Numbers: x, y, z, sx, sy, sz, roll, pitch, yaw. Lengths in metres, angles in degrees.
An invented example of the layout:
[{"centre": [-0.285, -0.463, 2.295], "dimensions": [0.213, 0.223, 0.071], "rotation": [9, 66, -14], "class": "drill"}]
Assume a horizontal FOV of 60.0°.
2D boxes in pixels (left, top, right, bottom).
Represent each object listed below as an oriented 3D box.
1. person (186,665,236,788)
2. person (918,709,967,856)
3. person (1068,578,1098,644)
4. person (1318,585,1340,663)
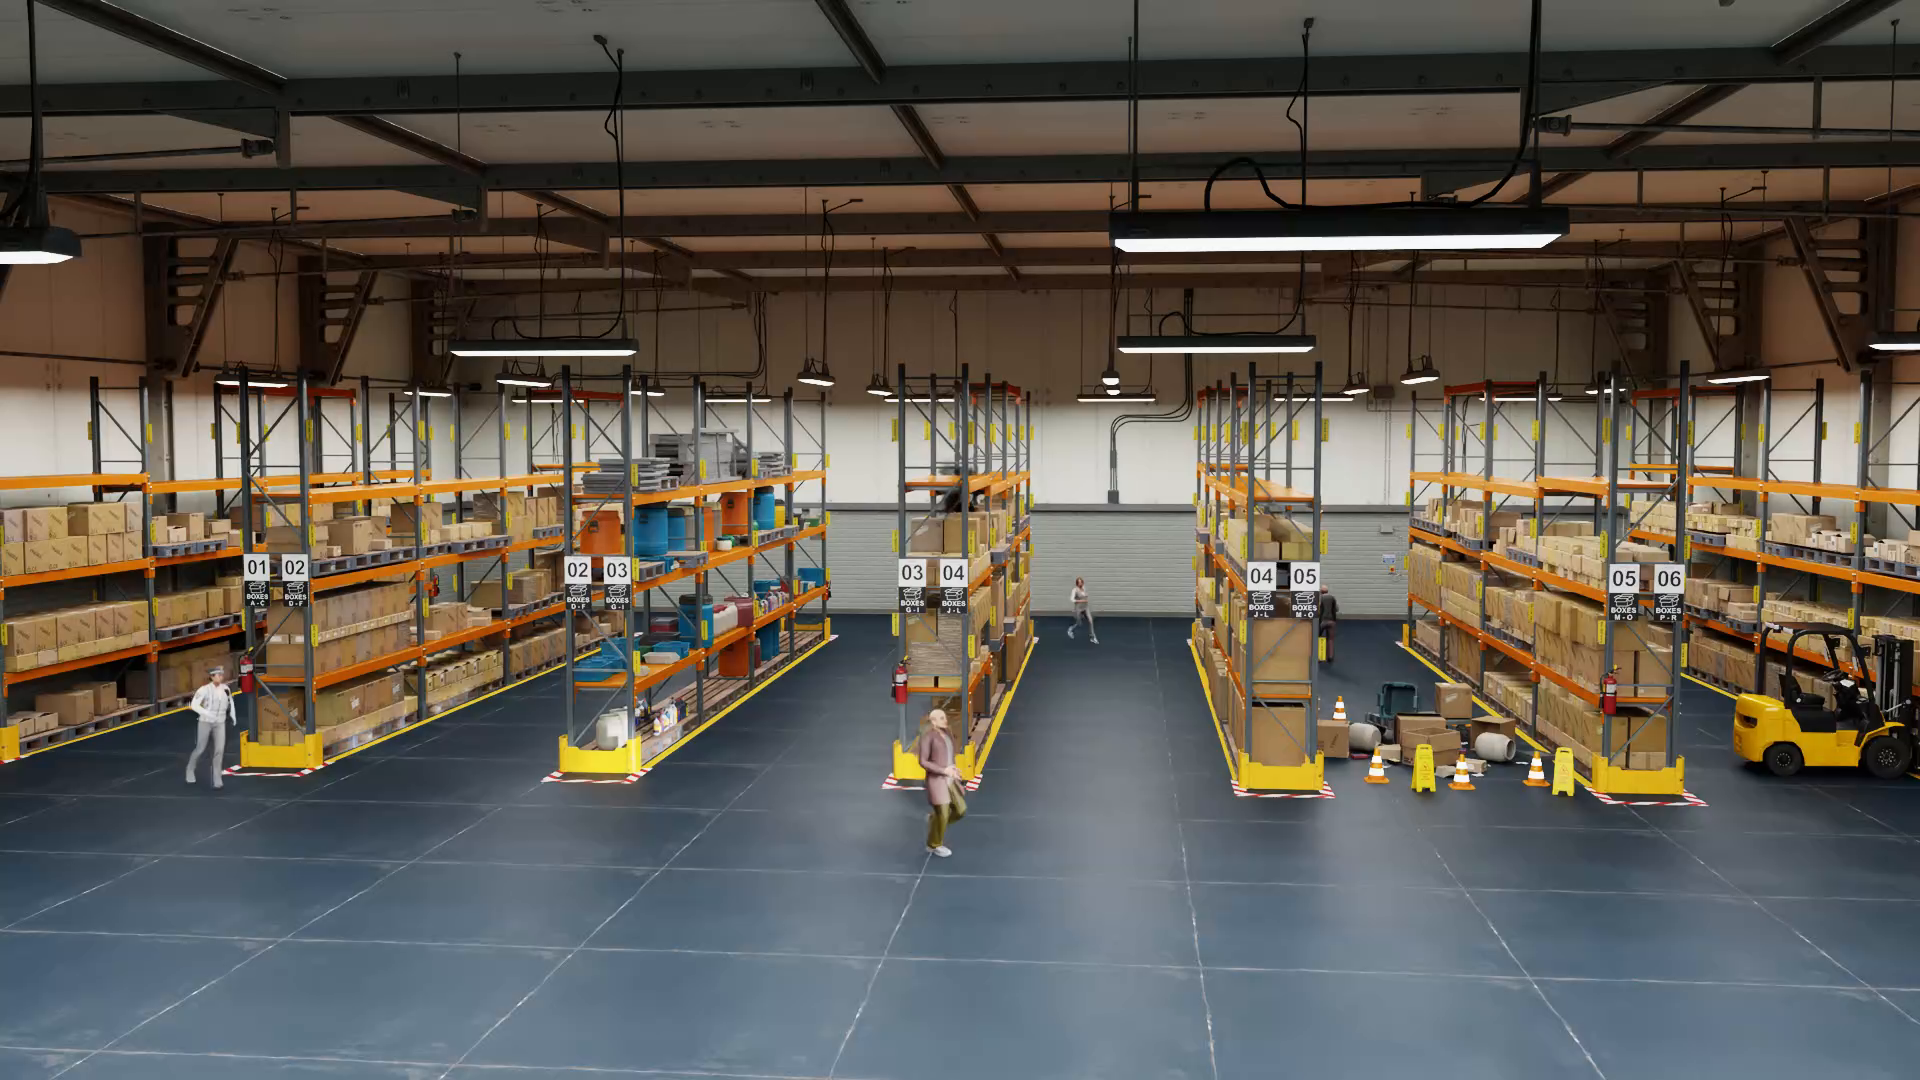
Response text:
[{"centre": [-10.607, 2.627, 23.707], "dimensions": [0.804, 1.681, 0.675], "rotation": [3, 5, 42], "class": "person"}, {"centre": [-0.209, 2.873, 19.718], "dimensions": [0.631, 1.737, 0.705], "rotation": [3, 5, 37], "class": "person"}, {"centre": [2.868, 1.681, 39.741], "dimensions": [0.563, 1.580, 0.843], "rotation": [-2, 4, -31], "class": "person"}, {"centre": [7.916, 1.854, 35.964], "dimensions": [0.647, 1.719, 0.939], "rotation": [0, 4, 2], "class": "person"}]
